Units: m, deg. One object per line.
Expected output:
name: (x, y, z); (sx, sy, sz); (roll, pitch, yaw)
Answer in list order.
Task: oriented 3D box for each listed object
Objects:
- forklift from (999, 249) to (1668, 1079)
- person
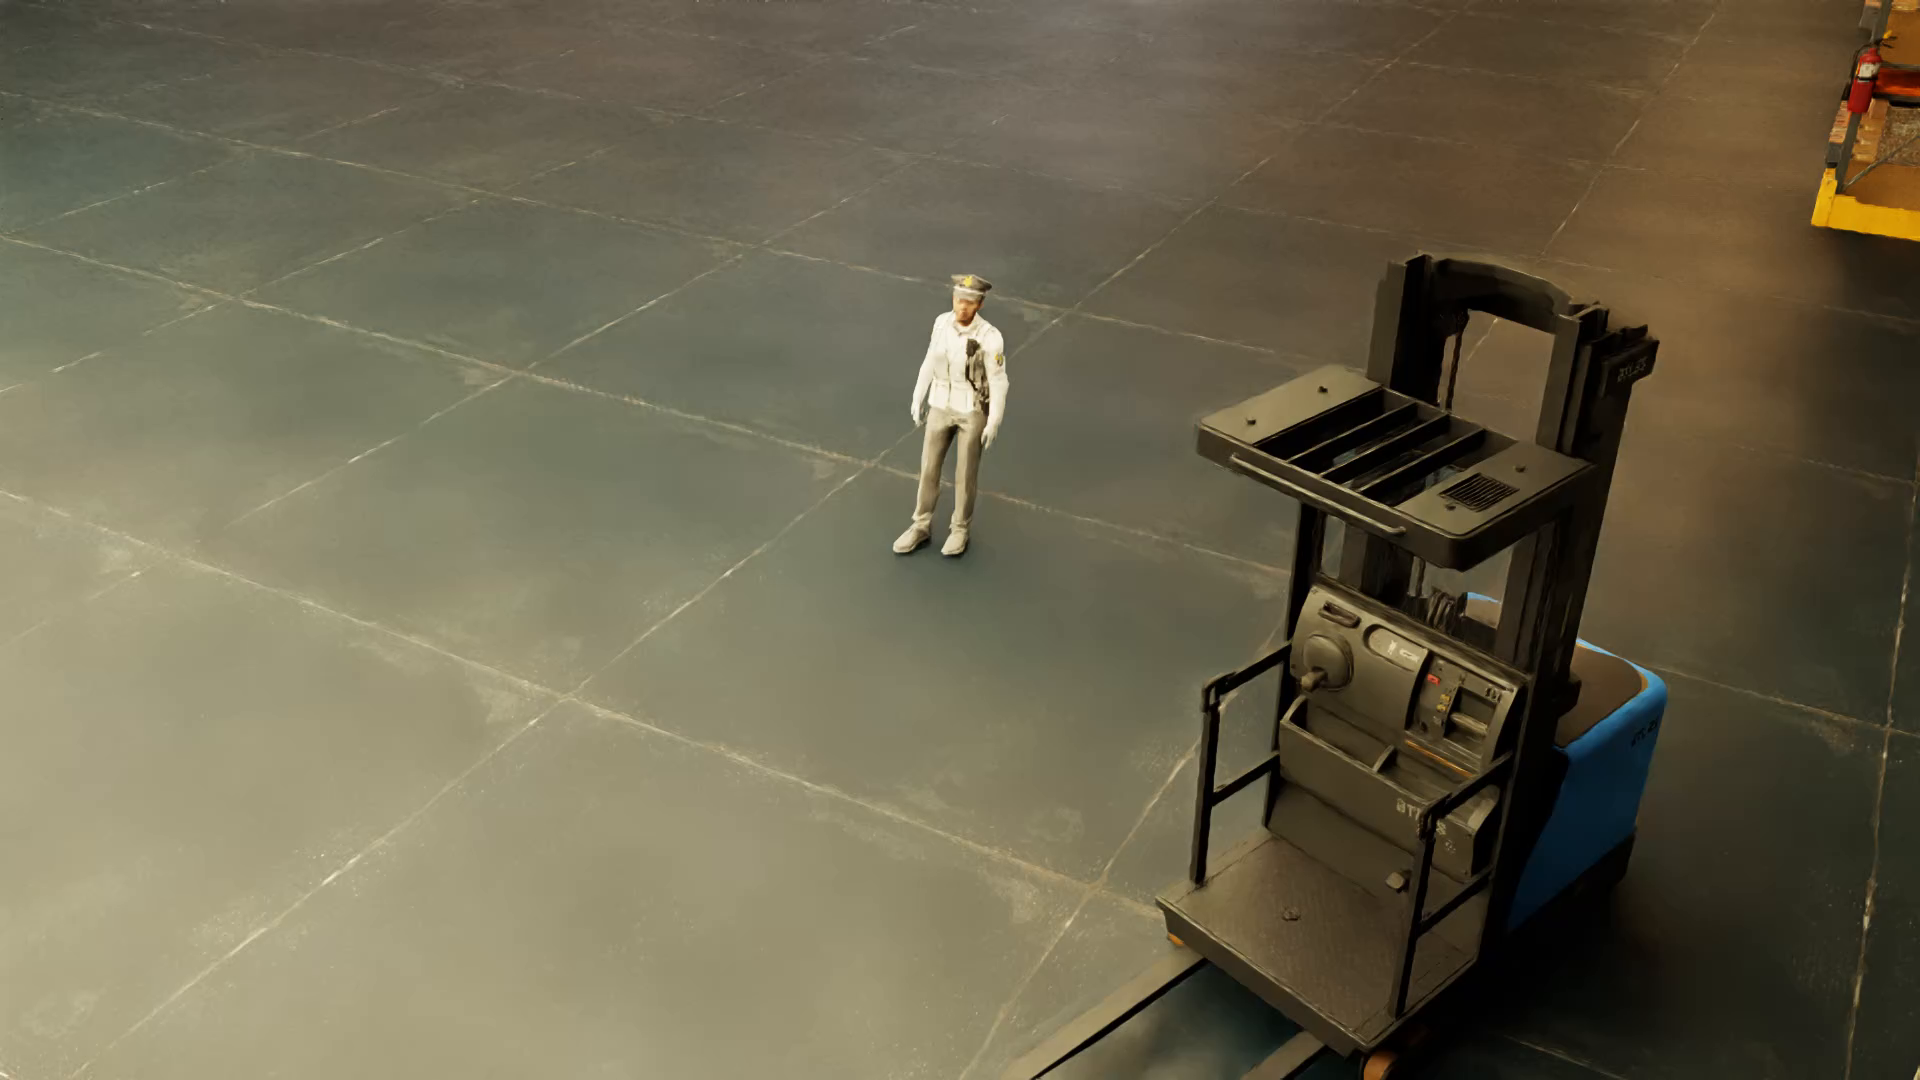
forklift: (1.501, 0.538, 6.139); (3.031, 2.935, 1.130); (-24, 37, -35)
person: (-0.039, -0.712, 9.527); (0.586, 1.695, 0.532); (15, 33, 25)
